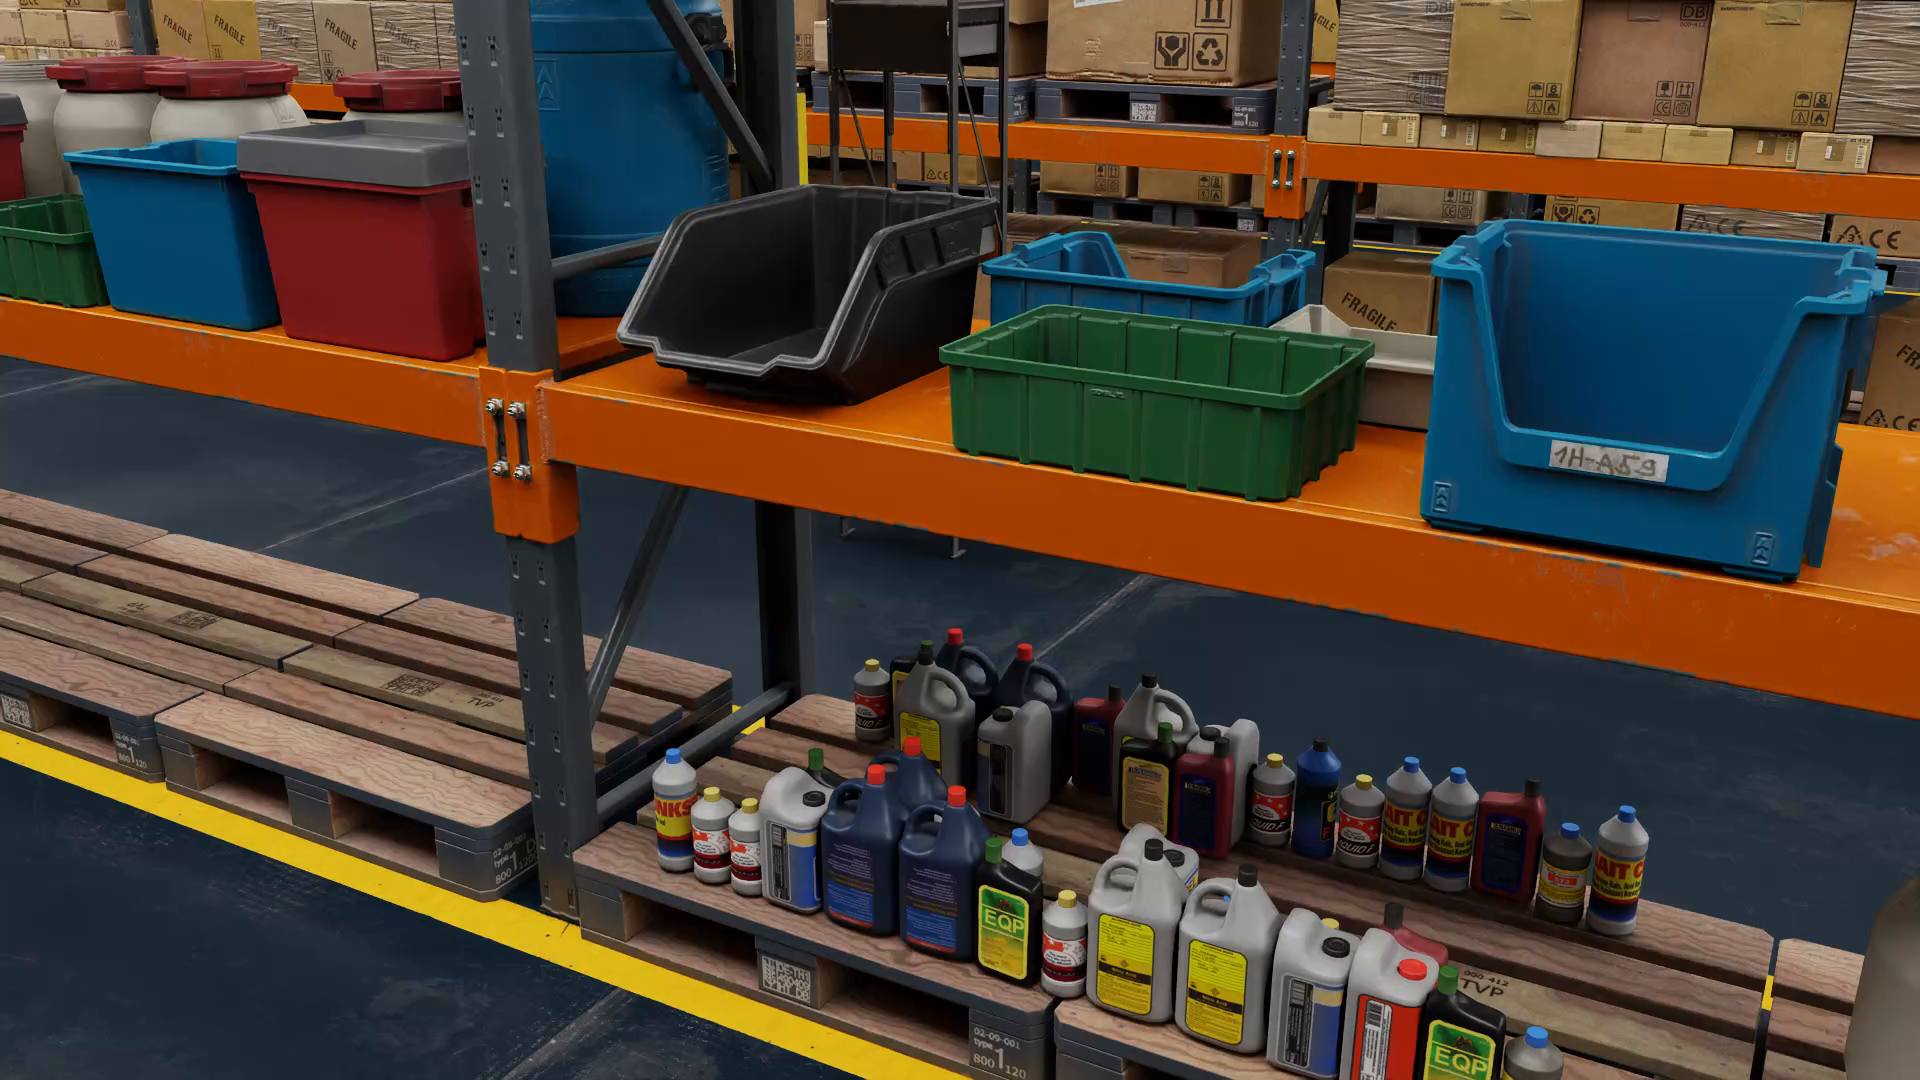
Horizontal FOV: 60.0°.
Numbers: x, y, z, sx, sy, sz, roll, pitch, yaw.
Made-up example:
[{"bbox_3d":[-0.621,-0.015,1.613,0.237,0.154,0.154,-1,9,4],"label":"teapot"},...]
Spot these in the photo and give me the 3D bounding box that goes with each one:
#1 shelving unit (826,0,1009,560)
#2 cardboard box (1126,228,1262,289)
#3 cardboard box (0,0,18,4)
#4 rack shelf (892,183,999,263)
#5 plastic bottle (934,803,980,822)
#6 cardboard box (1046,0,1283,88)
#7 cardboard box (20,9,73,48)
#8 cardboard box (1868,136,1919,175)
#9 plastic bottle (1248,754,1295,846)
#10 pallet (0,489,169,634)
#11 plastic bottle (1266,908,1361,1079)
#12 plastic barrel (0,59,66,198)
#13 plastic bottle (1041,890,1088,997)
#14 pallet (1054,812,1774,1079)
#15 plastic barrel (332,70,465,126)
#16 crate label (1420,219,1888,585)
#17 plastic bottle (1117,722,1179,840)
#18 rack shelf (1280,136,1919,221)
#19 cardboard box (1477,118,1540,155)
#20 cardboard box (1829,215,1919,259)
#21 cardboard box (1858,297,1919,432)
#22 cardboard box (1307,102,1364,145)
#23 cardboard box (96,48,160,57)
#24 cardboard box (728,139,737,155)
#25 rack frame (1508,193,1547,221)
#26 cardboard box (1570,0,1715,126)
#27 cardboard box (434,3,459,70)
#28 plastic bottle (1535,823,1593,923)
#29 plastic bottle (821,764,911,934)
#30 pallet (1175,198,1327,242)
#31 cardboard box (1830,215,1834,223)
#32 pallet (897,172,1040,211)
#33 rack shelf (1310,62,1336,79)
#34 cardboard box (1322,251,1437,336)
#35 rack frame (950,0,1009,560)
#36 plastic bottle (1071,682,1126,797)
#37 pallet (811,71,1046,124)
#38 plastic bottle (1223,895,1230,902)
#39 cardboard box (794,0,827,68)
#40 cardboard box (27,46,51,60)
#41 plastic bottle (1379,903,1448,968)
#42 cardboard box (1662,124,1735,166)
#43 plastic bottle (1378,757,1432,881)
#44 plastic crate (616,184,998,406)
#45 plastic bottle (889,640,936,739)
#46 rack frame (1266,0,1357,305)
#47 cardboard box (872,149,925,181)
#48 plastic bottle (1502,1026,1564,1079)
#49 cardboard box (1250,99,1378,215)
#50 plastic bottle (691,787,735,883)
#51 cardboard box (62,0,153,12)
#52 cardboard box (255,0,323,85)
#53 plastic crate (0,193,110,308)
[{"bbox_3d":[-0.145,-1.015,6.083,0.503,2.100,0.431,11,23,27],"label":"shelving unit"},{"bbox_3d":[1.196,-1.283,8.523,0.500,0.500,0.700,9,22,23],"label":"cardboard box"},{"bbox_3d":[-7.315,-4.037,12.879,0.500,0.250,0.500,10,22,25],"label":"cardboard box"},{"bbox_3d":[-0.145,-1.002,6.088,0.480,0.518,0.431,11,23,27],"label":"rack shelf"},{"bbox_3d":[-0.006,0.654,3.520,0.097,0.271,0.097,0,20,0],"label":"plastic bottle"},{"bbox_3d":[1.096,-2.796,8.178,1.000,1.000,1.000,11,23,28],"label":"cardboard box"},{"bbox_3d":[-6.229,-3.623,11.738,0.500,0.250,0.500,12,23,29],"label":"cardboard box"},{"bbox_3d":[3.765,-1.548,6.603,0.250,0.149,0.380,11,23,27],"label":"cardboard box"},{"bbox_3d":[0.715,0.587,3.806,0.097,0.201,0.097,0,20,0],"label":"plastic bottle"},{"bbox_3d":[-3.529,0.118,5.730,1.213,0.211,1.003,11,23,27],"label":"pallet"},{"bbox_3d":[0.653,0.823,3.047,0.135,0.276,0.152,10,22,26],"label":"plastic bottle"},{"bbox_3d":[-2.816,-1.208,5.133,0.421,0.512,0.421,0,20,0],"label":"plastic barrel"},{"bbox_3d":[0.209,0.784,3.264,0.097,0.201,0.097,0,20,0],"label":"plastic bottle"},{"bbox_3d":[0.941,0.969,3.383,1.213,0.211,1.003,11,23,27],"label":"pallet"},{"bbox_3d":[-1.422,-0.956,4.403,0.433,0.535,0.433,0,20,0],"label":"plastic barrel"},{"bbox_3d":[1.059,-0.245,2.590,0.616,0.435,0.502,11,23,27],"label":"crate label"},{"bbox_3d":[0.431,0.544,3.805,0.133,0.283,0.061,11,23,27],"label":"plastic bottle"},{"bbox_3d":[3.467,-1.472,7.079,4.000,0.370,1.077,11,23,27],"label":"rack shelf"},{"bbox_3d":[2.429,-1.782,7.246,0.250,0.149,0.380,11,23,27],"label":"cardboard box"},{"bbox_3d":[6.327,-2.375,11.012,0.875,0.875,0.875,10,22,26],"label":"cardboard box"},{"bbox_3d":[4.138,-0.698,6.940,0.500,0.500,0.500,18,27,41],"label":"cardboard box"},{"bbox_3d":[1.762,-1.899,7.570,0.250,0.149,0.380,11,23,27],"label":"cardboard box"},{"bbox_3d":[-5.689,-3.308,11.454,0.250,0.149,0.380,11,23,28],"label":"cardboard box"},{"bbox_3d":[-1.777,-3.666,15.122,0.500,0.500,0.500,12,23,30],"label":"cardboard box"},{"bbox_3d":[4.229,-3.602,11.897,0.127,3.000,1.000,11,23,27],"label":"rack frame"},{"bbox_3d":[2.989,-2.089,7.143,0.500,0.500,0.875,11,23,27],"label":"cardboard box"},{"bbox_3d":[-2.755,-2.948,9.946,0.500,0.500,0.500,11,22,27],"label":"cardboard box"},{"bbox_3d":[1.277,0.694,3.511,0.097,0.201,0.097,0,20,0],"label":"plastic bottle"},{"bbox_3d":[-0.192,0.628,3.474,0.185,0.351,0.144,11,23,29],"label":"plastic bottle"},{"bbox_3d":[2.449,-2.600,13.223,1.213,0.211,1.003,11,23,27],"label":"pallet"},{"bbox_3d":[7.278,-2.792,13.325,0.637,0.503,0.797,-4,20,-10],"label":"cardboard box"},{"bbox_3d":[0.055,-3.087,14.566,1.213,0.211,1.003,11,23,27],"label":"pallet"},{"bbox_3d":[2.483,-3.597,12.937,4.000,0.370,1.077,11,23,27],"label":"rack shelf"},{"bbox_3d":[2.051,-1.086,8.011,0.500,0.500,0.500,10,22,26],"label":"cardboard box"},{"bbox_3d":[0.069,-0.974,5.971,0.015,2.100,0.400,11,23,27],"label":"rack frame"},{"bbox_3d":[0.339,0.470,4.009,0.133,0.283,0.061,13,23,31],"label":"plastic bottle"},{"bbox_3d":[-0.023,-2.401,8.865,1.213,0.211,1.003,11,23,27],"label":"pallet"},{"bbox_3d":[0.527,0.788,3.252,0.097,0.201,0.097,0,20,0],"label":"plastic bottle"},{"bbox_3d":[-0.744,-2.911,9.229,0.500,0.500,0.700,15,25,35],"label":"cardboard box"},{"bbox_3d":[-6.362,-3.436,11.808,0.250,0.149,0.380,11,23,28],"label":"cardboard box"},{"bbox_3d":[0.826,0.810,3.070,0.133,0.283,0.061,11,23,27],"label":"plastic bottle"},{"bbox_3d":[3.078,-1.654,6.894,0.250,0.149,0.380,11,23,27],"label":"cardboard box"},{"bbox_3d":[0.981,0.605,3.654,0.097,0.271,0.097,0,20,0],"label":"plastic bottle"},{"bbox_3d":[-0.299,-0.514,3.474,0.504,0.338,0.767,11,23,27],"label":"plastic crate"},{"bbox_3d":[-0.113,0.384,4.246,0.133,0.283,0.061,12,23,30],"label":"plastic bottle"},{"bbox_3d":[1.721,-2.143,7.873,0.127,3.000,1.000,11,23,27],"label":"rack frame"},{"bbox_3d":[-0.417,-3.409,14.414,0.500,0.500,0.500,12,23,29],"label":"cardboard box"},{"bbox_3d":[0.981,0.931,2.859,0.097,0.201,0.097,0,20,0],"label":"plastic bottle"},{"bbox_3d":[2.802,-2.980,12.865,0.750,0.750,1.050,11,23,27],"label":"cardboard box"},{"bbox_3d":[-0.541,0.641,3.658,0.097,0.201,0.097,0,20,0],"label":"plastic bottle"},{"bbox_3d":[-5.794,-3.892,11.379,0.500,0.500,0.500,12,23,29],"label":"cardboard box"},{"bbox_3d":[-4.107,-3.202,10.648,0.500,0.500,0.500,10,22,26],"label":"cardboard box"},{"bbox_3d":[-2.352,-0.774,4.411,0.662,0.188,0.450,11,23,27],"label":"plastic crate"}]
